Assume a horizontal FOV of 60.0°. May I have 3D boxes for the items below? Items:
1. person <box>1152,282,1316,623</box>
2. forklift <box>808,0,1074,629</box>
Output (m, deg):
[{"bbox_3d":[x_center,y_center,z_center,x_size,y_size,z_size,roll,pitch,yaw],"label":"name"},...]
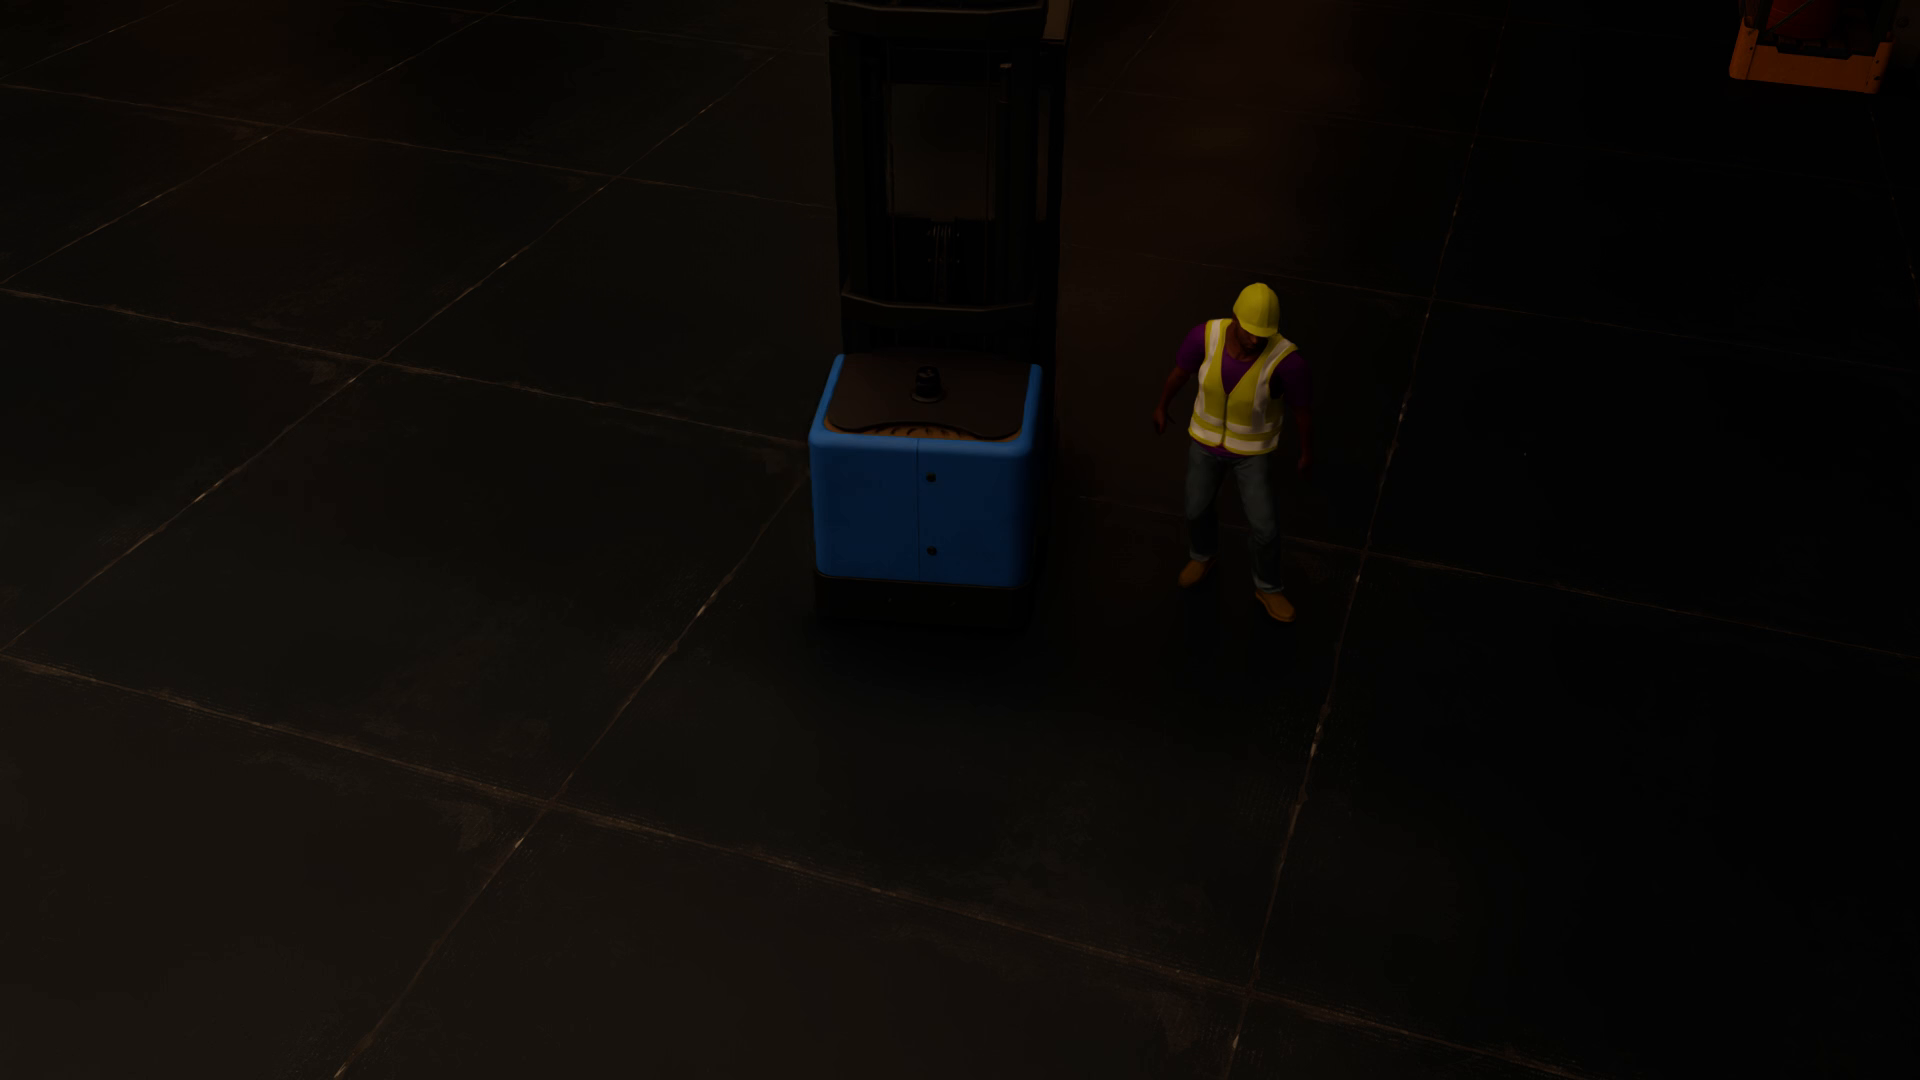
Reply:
[{"bbox_3d":[1.280,-0.455,7.815,0.883,1.733,0.472,18,39,23],"label":"person"},{"bbox_3d":[-0.029,-1.608,8.379,1.130,2.935,3.031,4,35,5],"label":"forklift"}]
